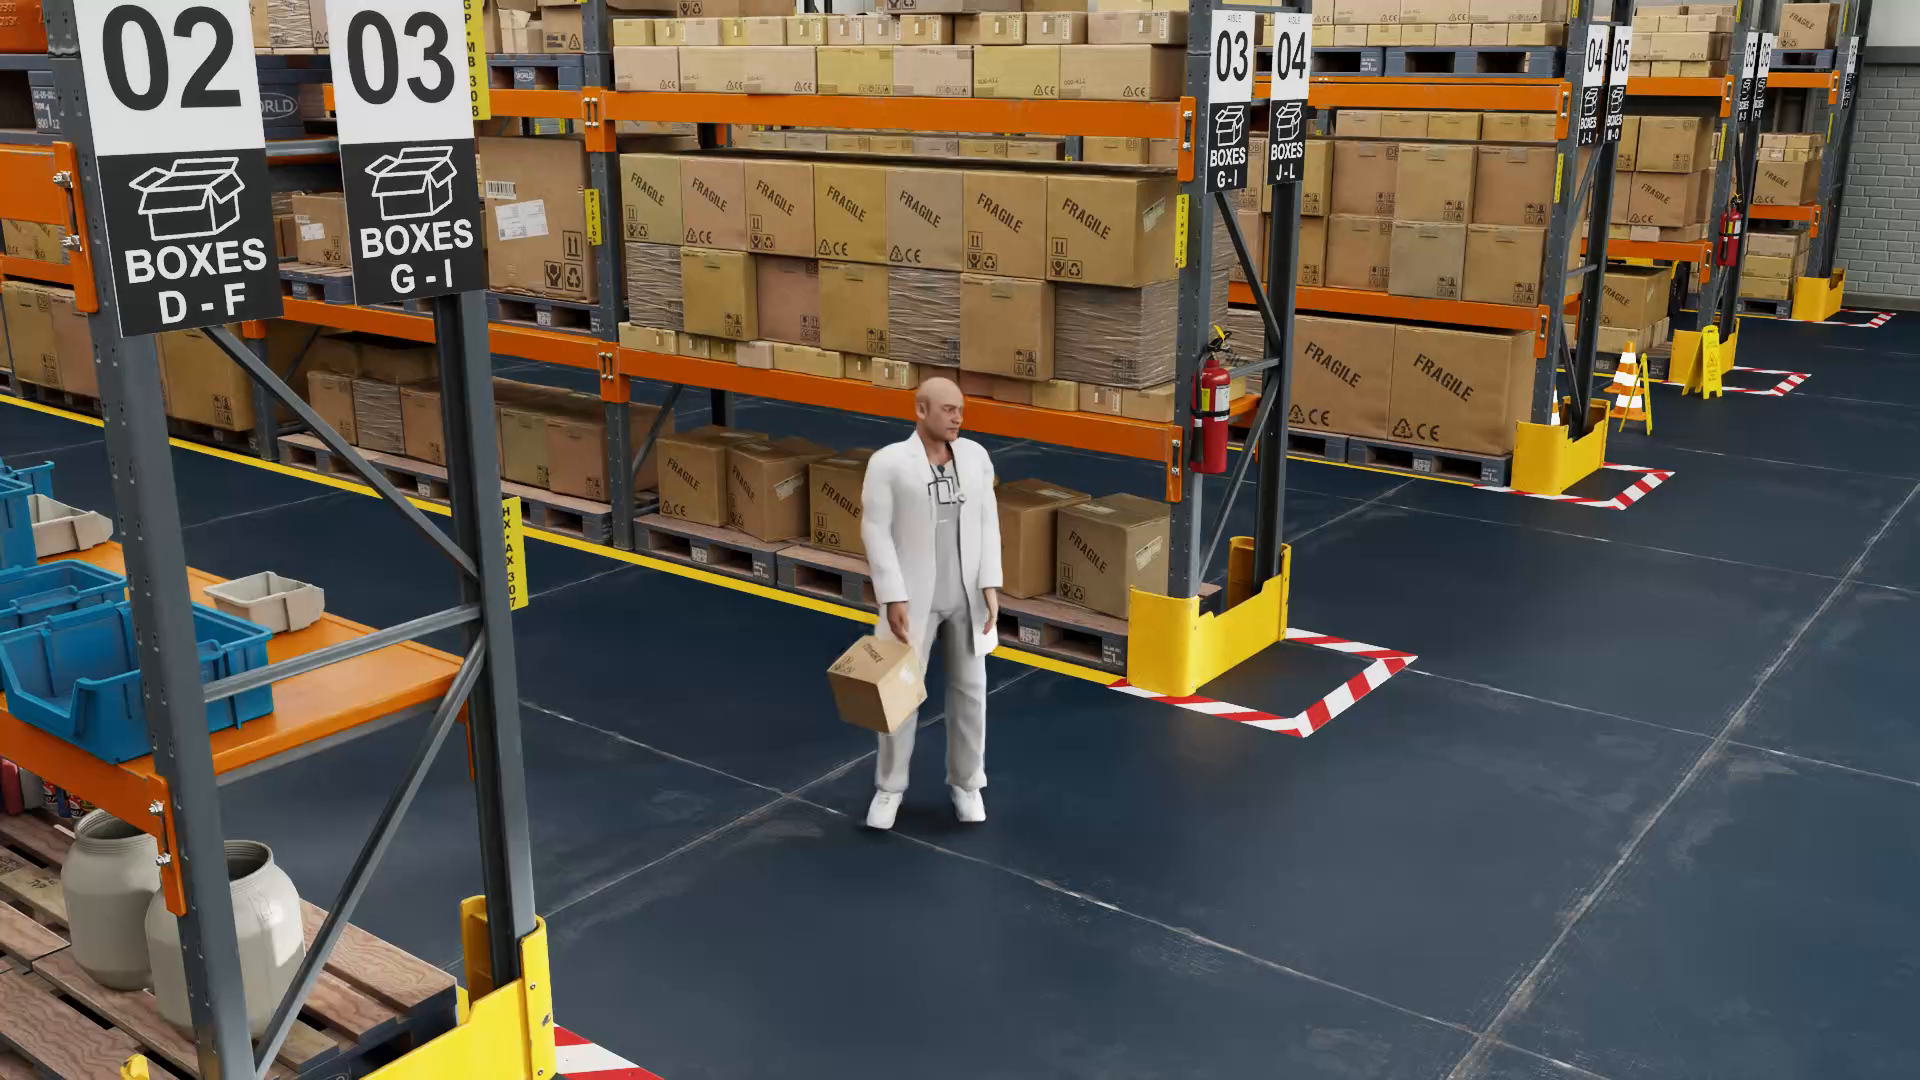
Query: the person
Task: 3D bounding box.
[{"bbox_3d":[-0.102,0.262,6.583,0.624,1.787,0.500,-6,17,-21],"label":"person"}]
